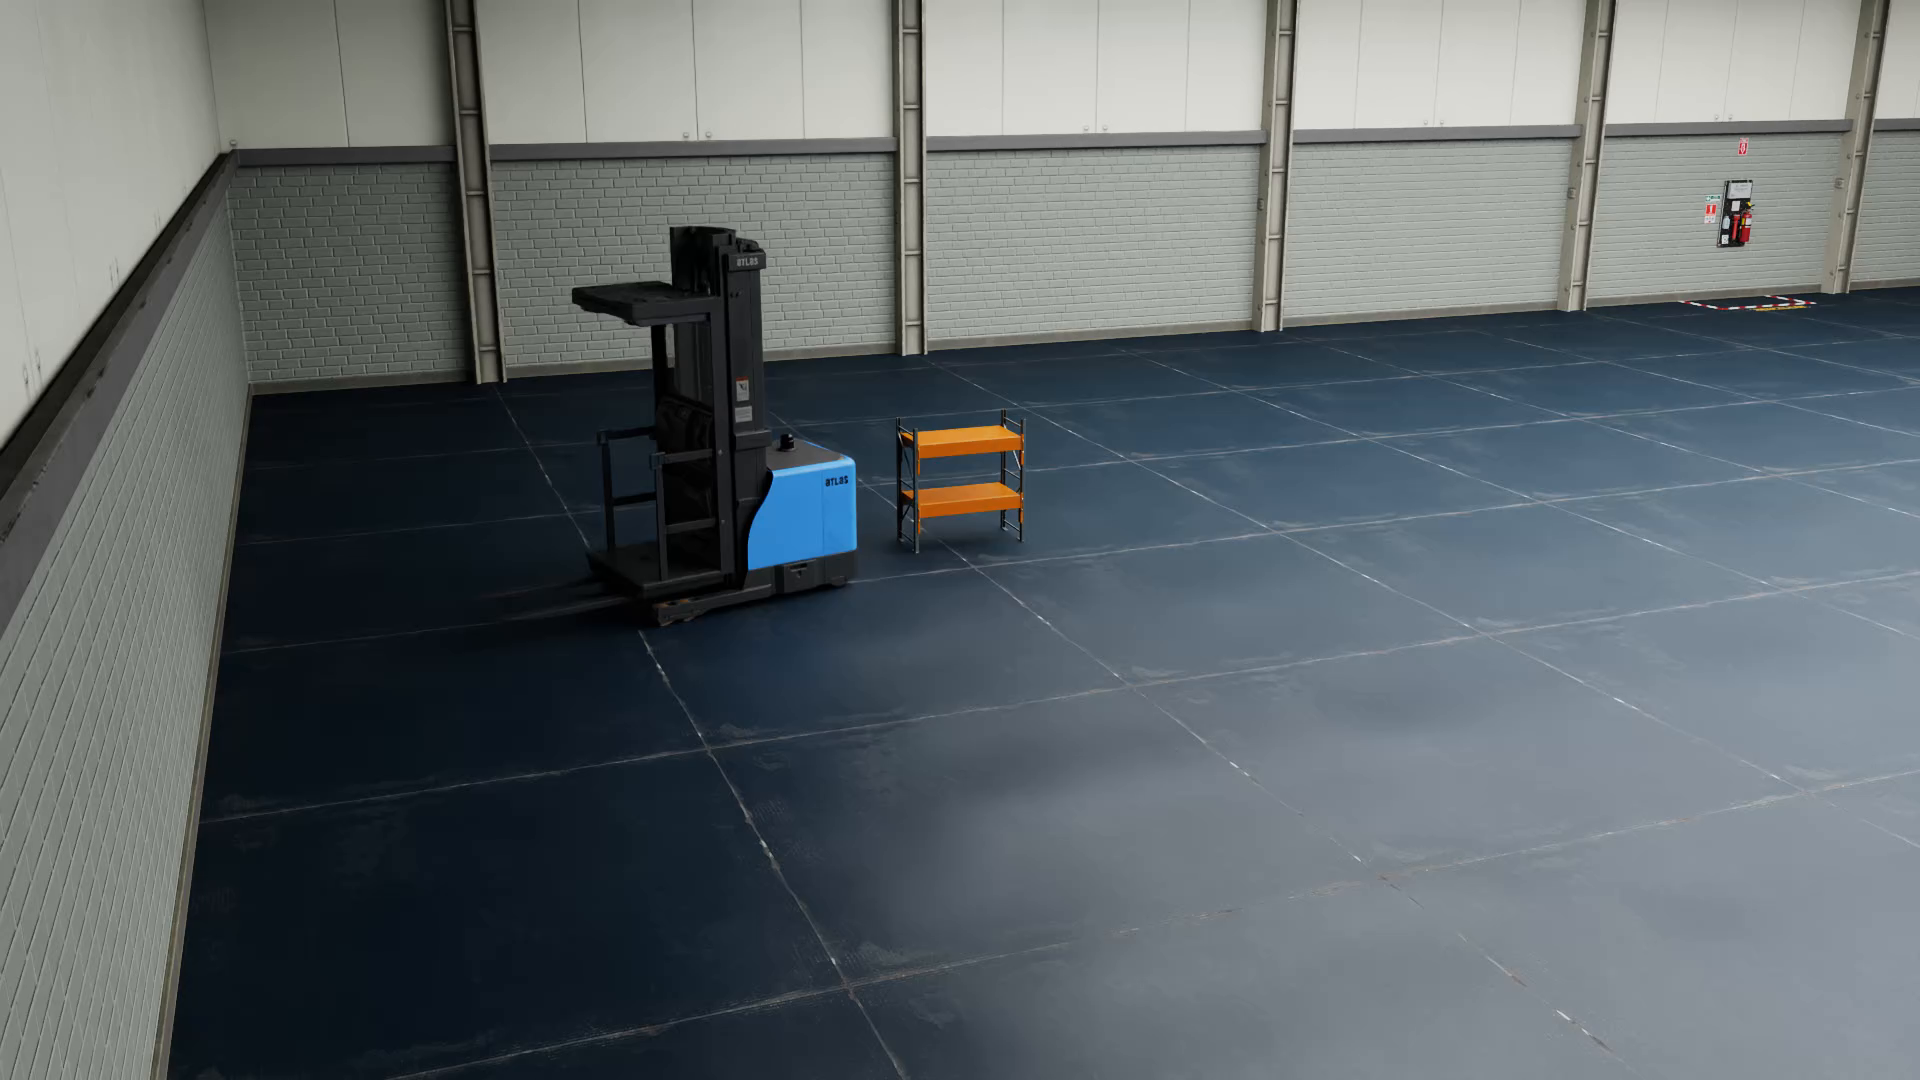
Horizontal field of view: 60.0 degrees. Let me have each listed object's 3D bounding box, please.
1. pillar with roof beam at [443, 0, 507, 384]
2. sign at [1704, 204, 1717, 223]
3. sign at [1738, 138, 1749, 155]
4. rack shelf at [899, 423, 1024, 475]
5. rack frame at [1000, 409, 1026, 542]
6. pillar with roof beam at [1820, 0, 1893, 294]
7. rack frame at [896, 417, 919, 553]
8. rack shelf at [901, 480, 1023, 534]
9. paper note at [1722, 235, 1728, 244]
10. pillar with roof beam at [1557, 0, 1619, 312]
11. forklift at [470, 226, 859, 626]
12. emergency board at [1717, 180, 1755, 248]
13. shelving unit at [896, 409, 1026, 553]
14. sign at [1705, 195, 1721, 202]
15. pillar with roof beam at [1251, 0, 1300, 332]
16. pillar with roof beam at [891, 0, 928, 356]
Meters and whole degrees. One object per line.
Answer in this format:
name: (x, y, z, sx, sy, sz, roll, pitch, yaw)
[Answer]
pillar with roof beam: (-4.777, -5.325, 17.260, 0.400, 9.000, 9.100, -6, 17, -20)
sign: (13.219, -5.748, 29.285, 0.234, 0.329, 0.001, -6, 17, -20)
sign: (13.729, -6.897, 29.147, 0.199, 0.298, 0.001, -6, 17, -20)
rack shelf: (0.006, -0.821, 14.860, 1.000, 0.278, 0.538, -6, 17, -20)
rack frame: (0.481, -0.592, 15.117, 0.032, 1.125, 0.500, -6, 17, -20)
pillar with roof beam: (17.634, -7.744, 25.499, 0.400, 9.000, 9.100, -6, 17, -20)
rack frame: (-0.468, -0.489, 14.768, 0.032, 1.125, 0.500, -6, 17, -20)
rack shelf: (0.006, -0.306, 15.011, 1.000, 0.278, 0.538, -6, 17, -20)
paper note: (13.582, -5.337, 29.513, 0.142, 0.148, 0.016, -6, 17, -20)
pillar with roof beam: (12.031, -7.139, 23.439, 0.400, 9.000, 9.100, -6, 17, -20)
forklift: (-2.343, -0.914, 13.009, 3.031, 2.935, 1.130, -11, 20, -33)
emergency board: (13.772, -5.760, 29.387, 0.643, 1.169, 0.194, -6, 17, -20)
shelving unit: (0.006, -0.540, 14.942, 1.048, 1.125, 0.538, -6, 17, -20)
sign: (13.227, -6.000, 29.204, 0.331, 0.109, 0.001, -6, 17, -20)
pillar with roof beam: (6.429, -6.535, 21.379, 0.400, 9.000, 9.100, -6, 17, -20)
pillar with roof beam: (0.826, -5.930, 19.320, 0.400, 9.000, 9.100, -6, 17, -20)
